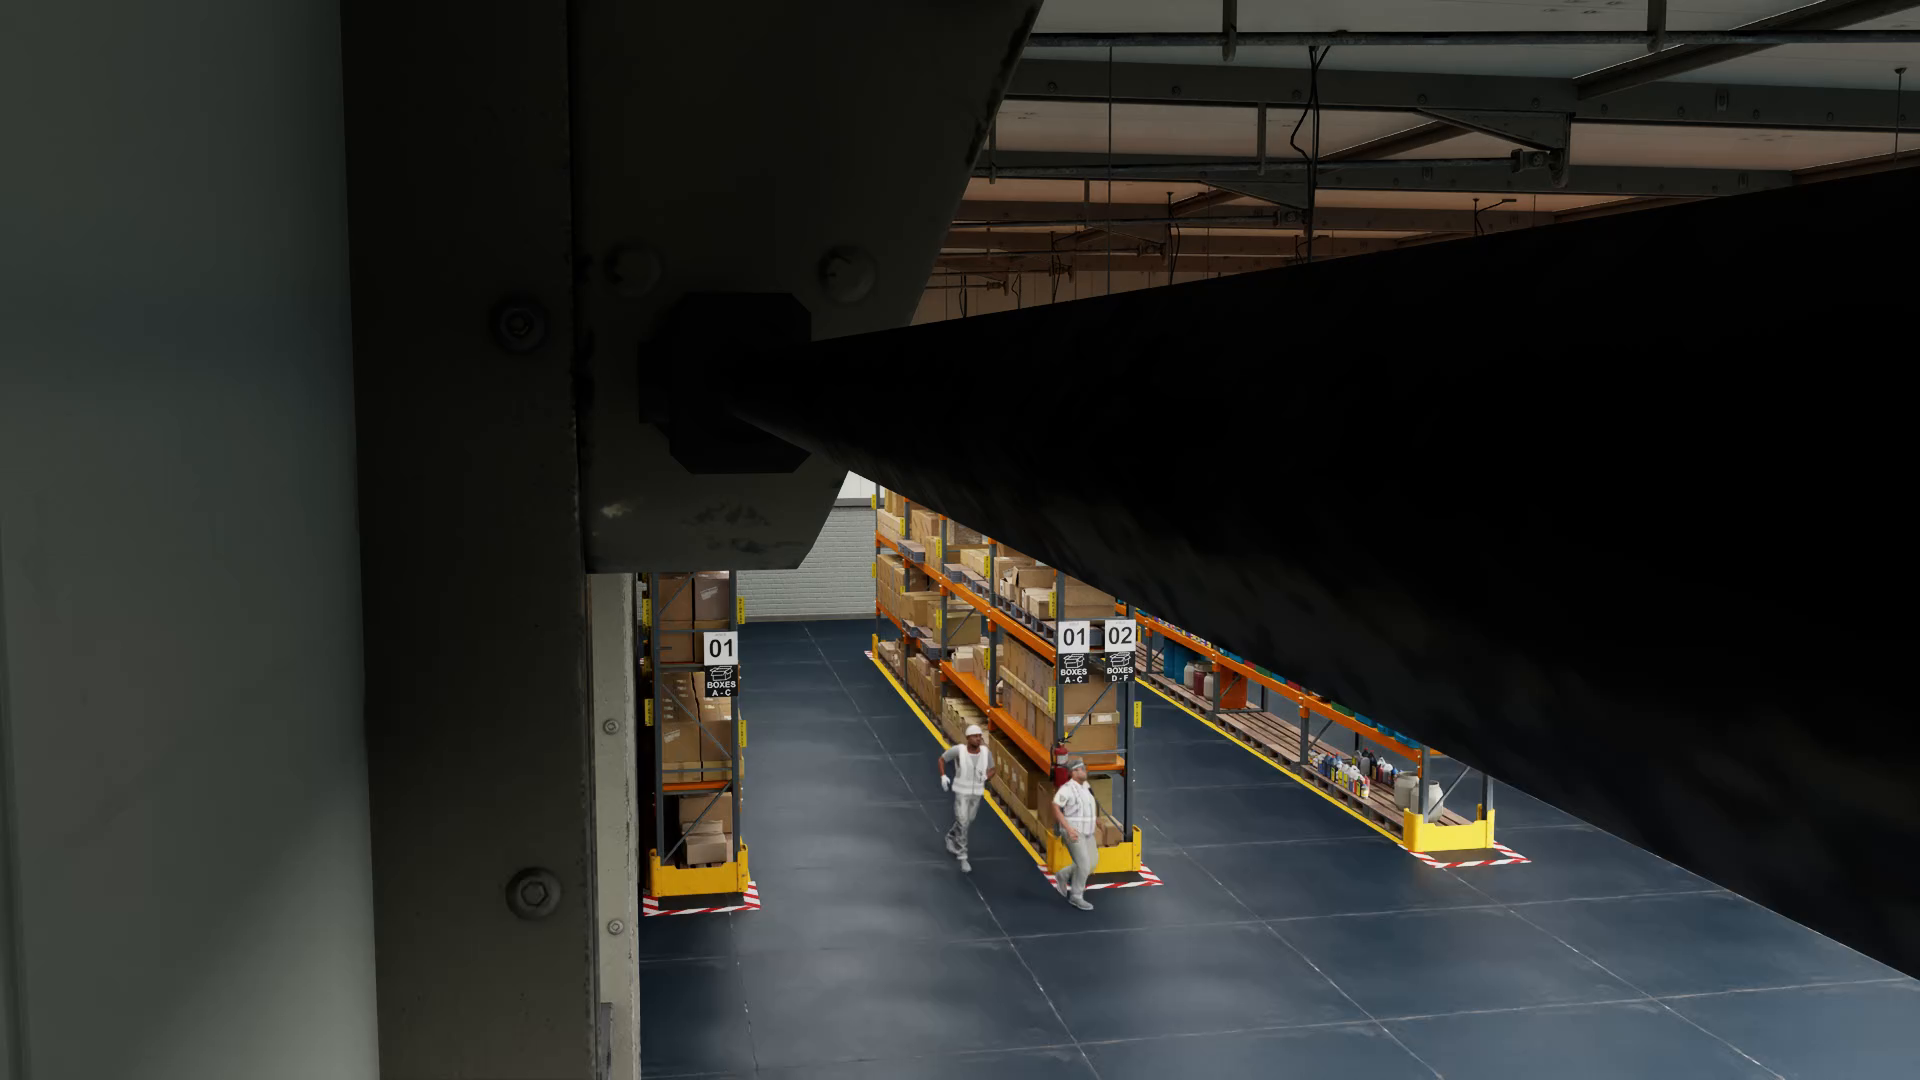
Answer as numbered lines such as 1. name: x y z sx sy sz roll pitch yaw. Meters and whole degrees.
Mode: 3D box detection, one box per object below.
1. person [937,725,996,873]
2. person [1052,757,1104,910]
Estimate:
1. person: 0.125 3.257 21.339 0.727 1.779 0.935 -3 6 -25
2. person: 1.413 3.458 19.750 0.572 1.746 0.710 4 7 36
